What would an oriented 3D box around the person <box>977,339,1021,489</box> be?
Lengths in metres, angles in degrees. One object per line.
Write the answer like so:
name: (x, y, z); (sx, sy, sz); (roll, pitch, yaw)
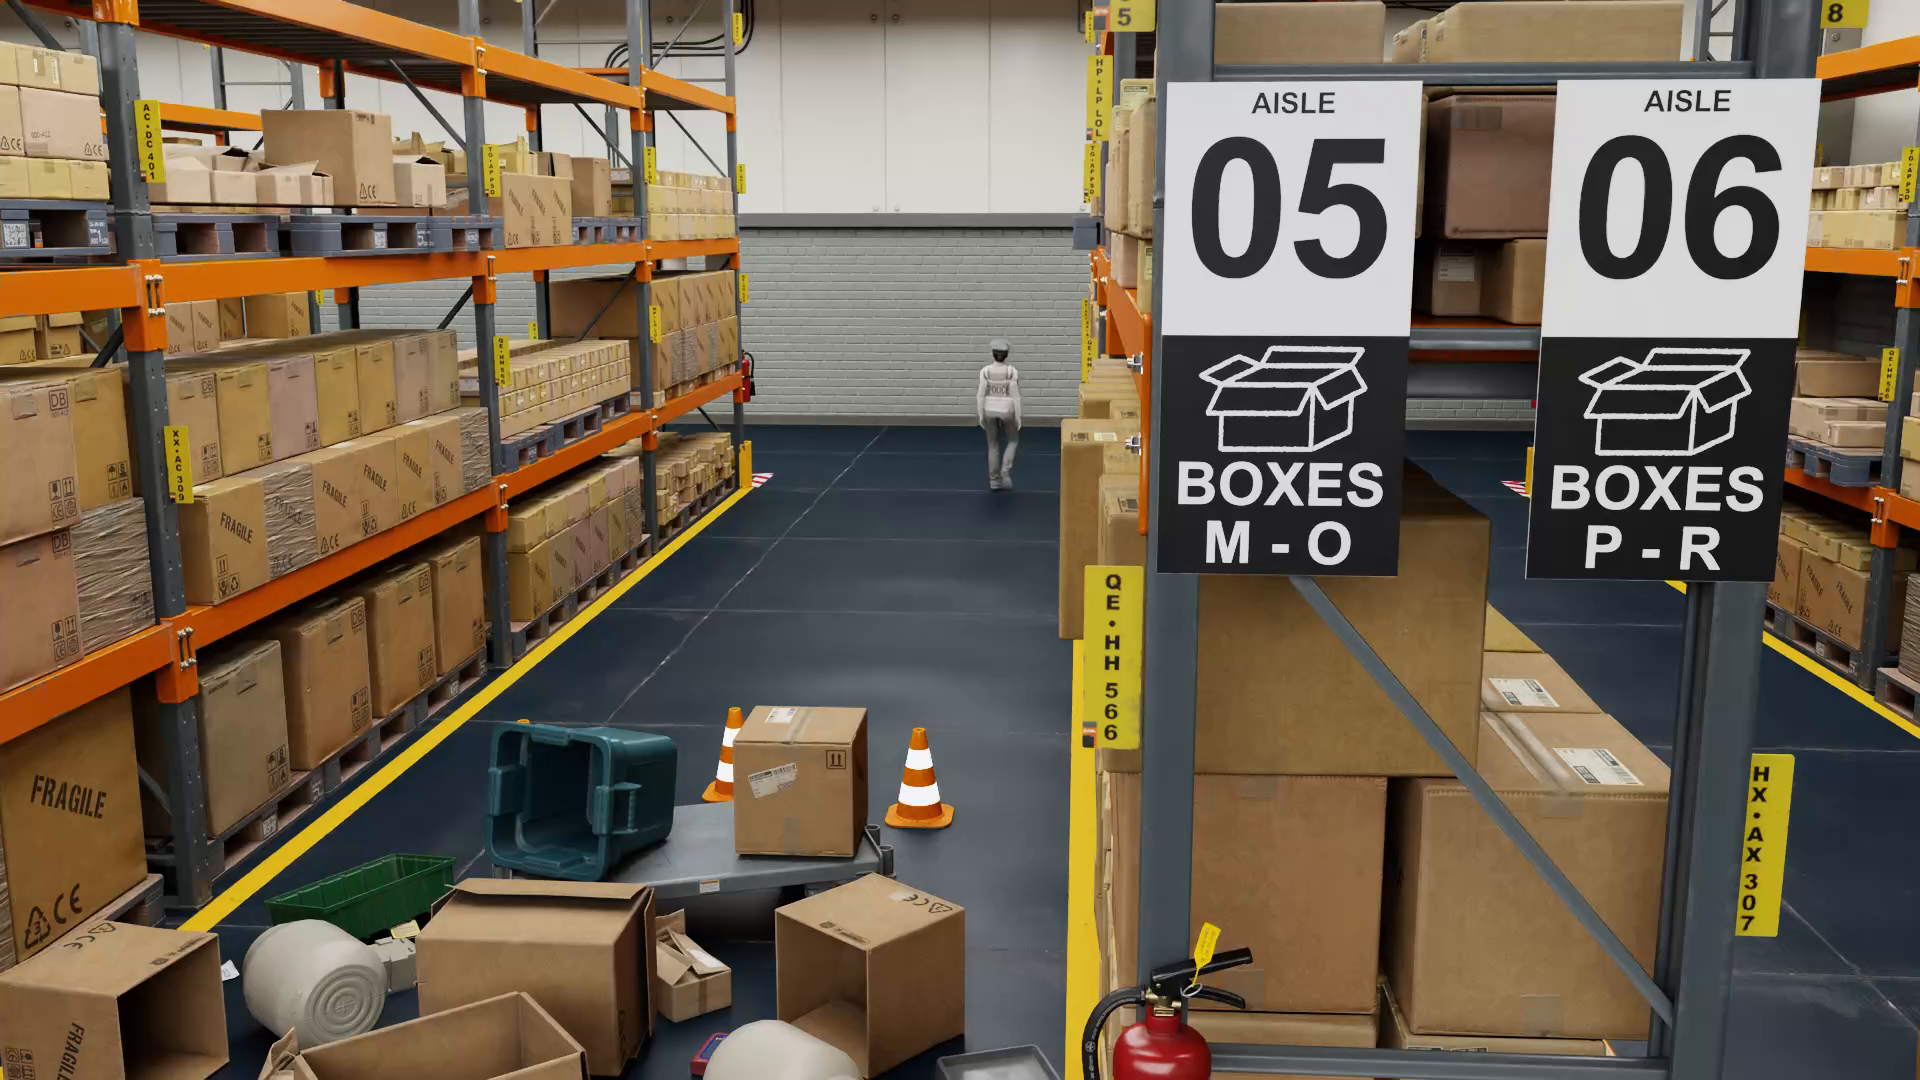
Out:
person: (0.443, -1.405, 18.558); (0.502, 1.680, 0.447); (2, 11, 8)
